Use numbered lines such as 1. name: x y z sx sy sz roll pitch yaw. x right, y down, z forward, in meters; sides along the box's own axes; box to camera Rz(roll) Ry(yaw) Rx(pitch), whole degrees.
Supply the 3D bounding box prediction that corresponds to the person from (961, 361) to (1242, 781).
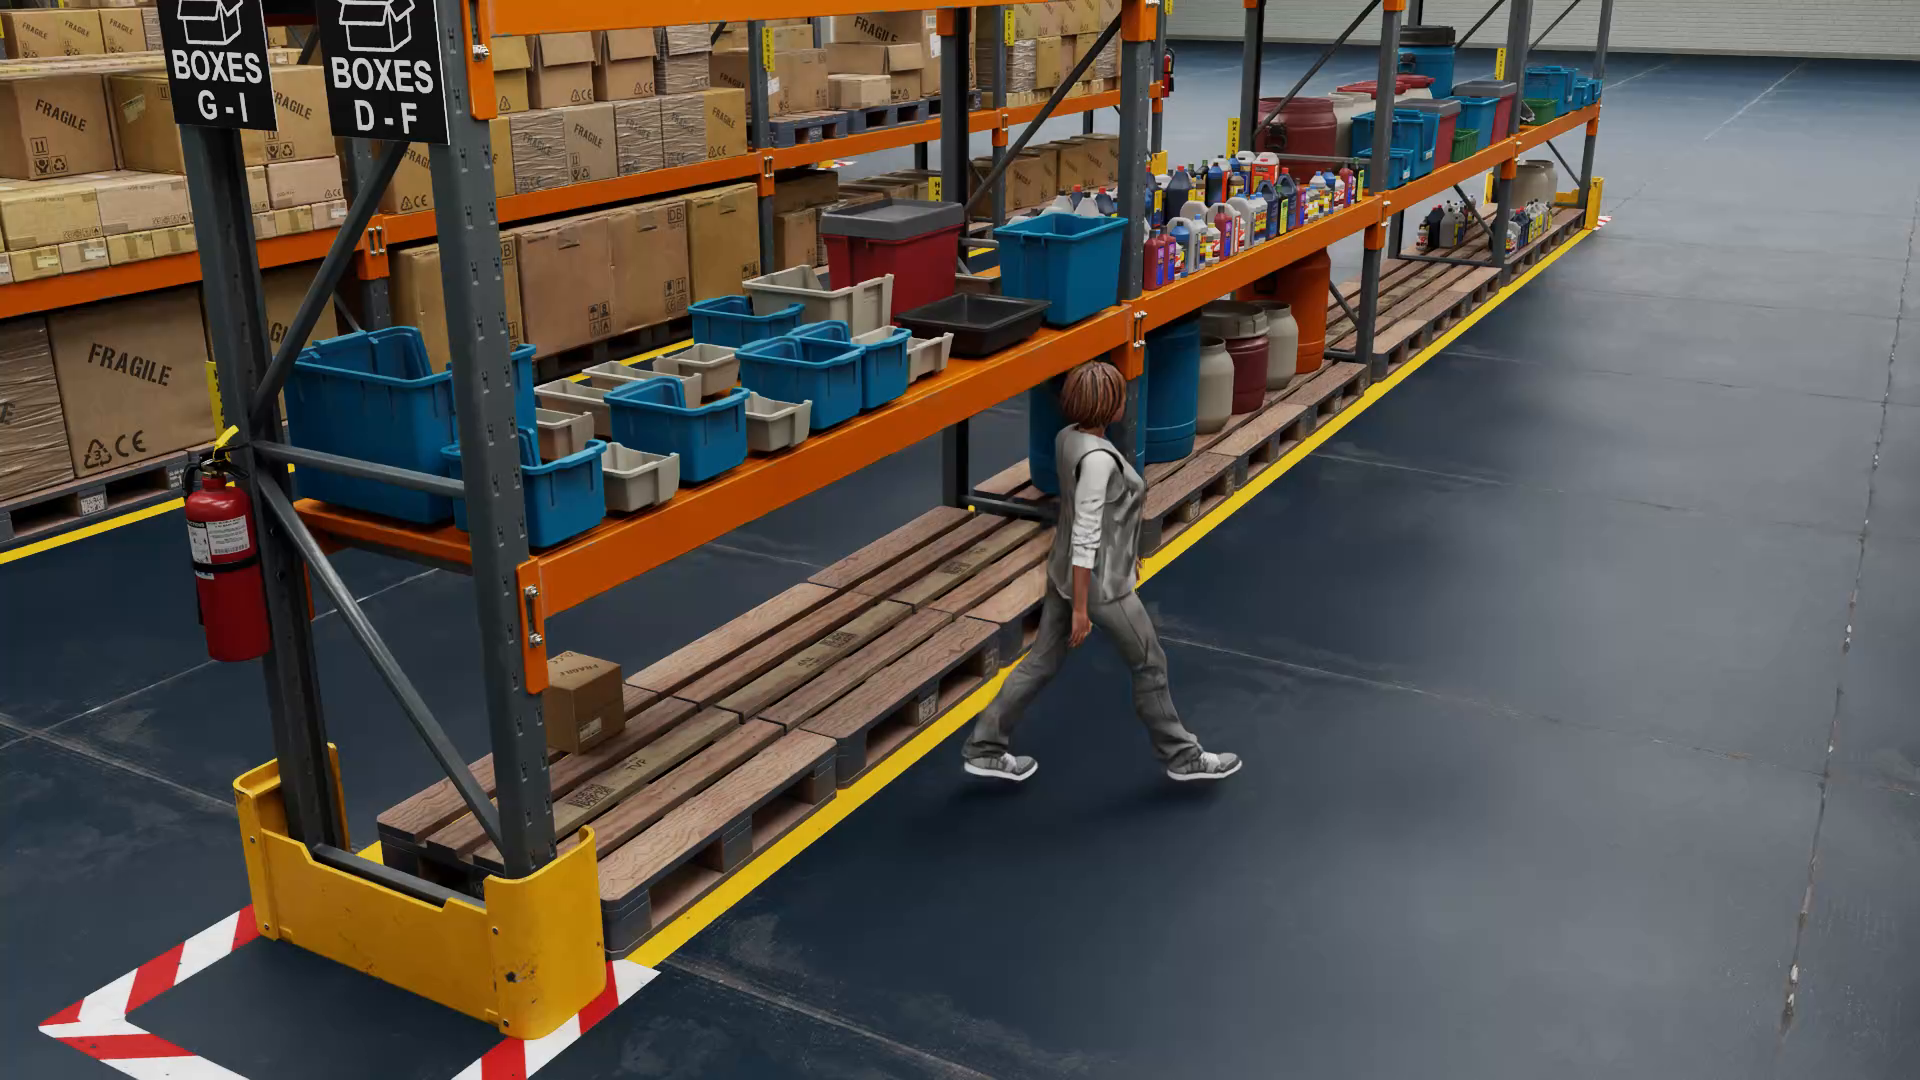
1. person: 0.497 0.124 5.714 0.988 1.528 0.448 -6 21 -16
